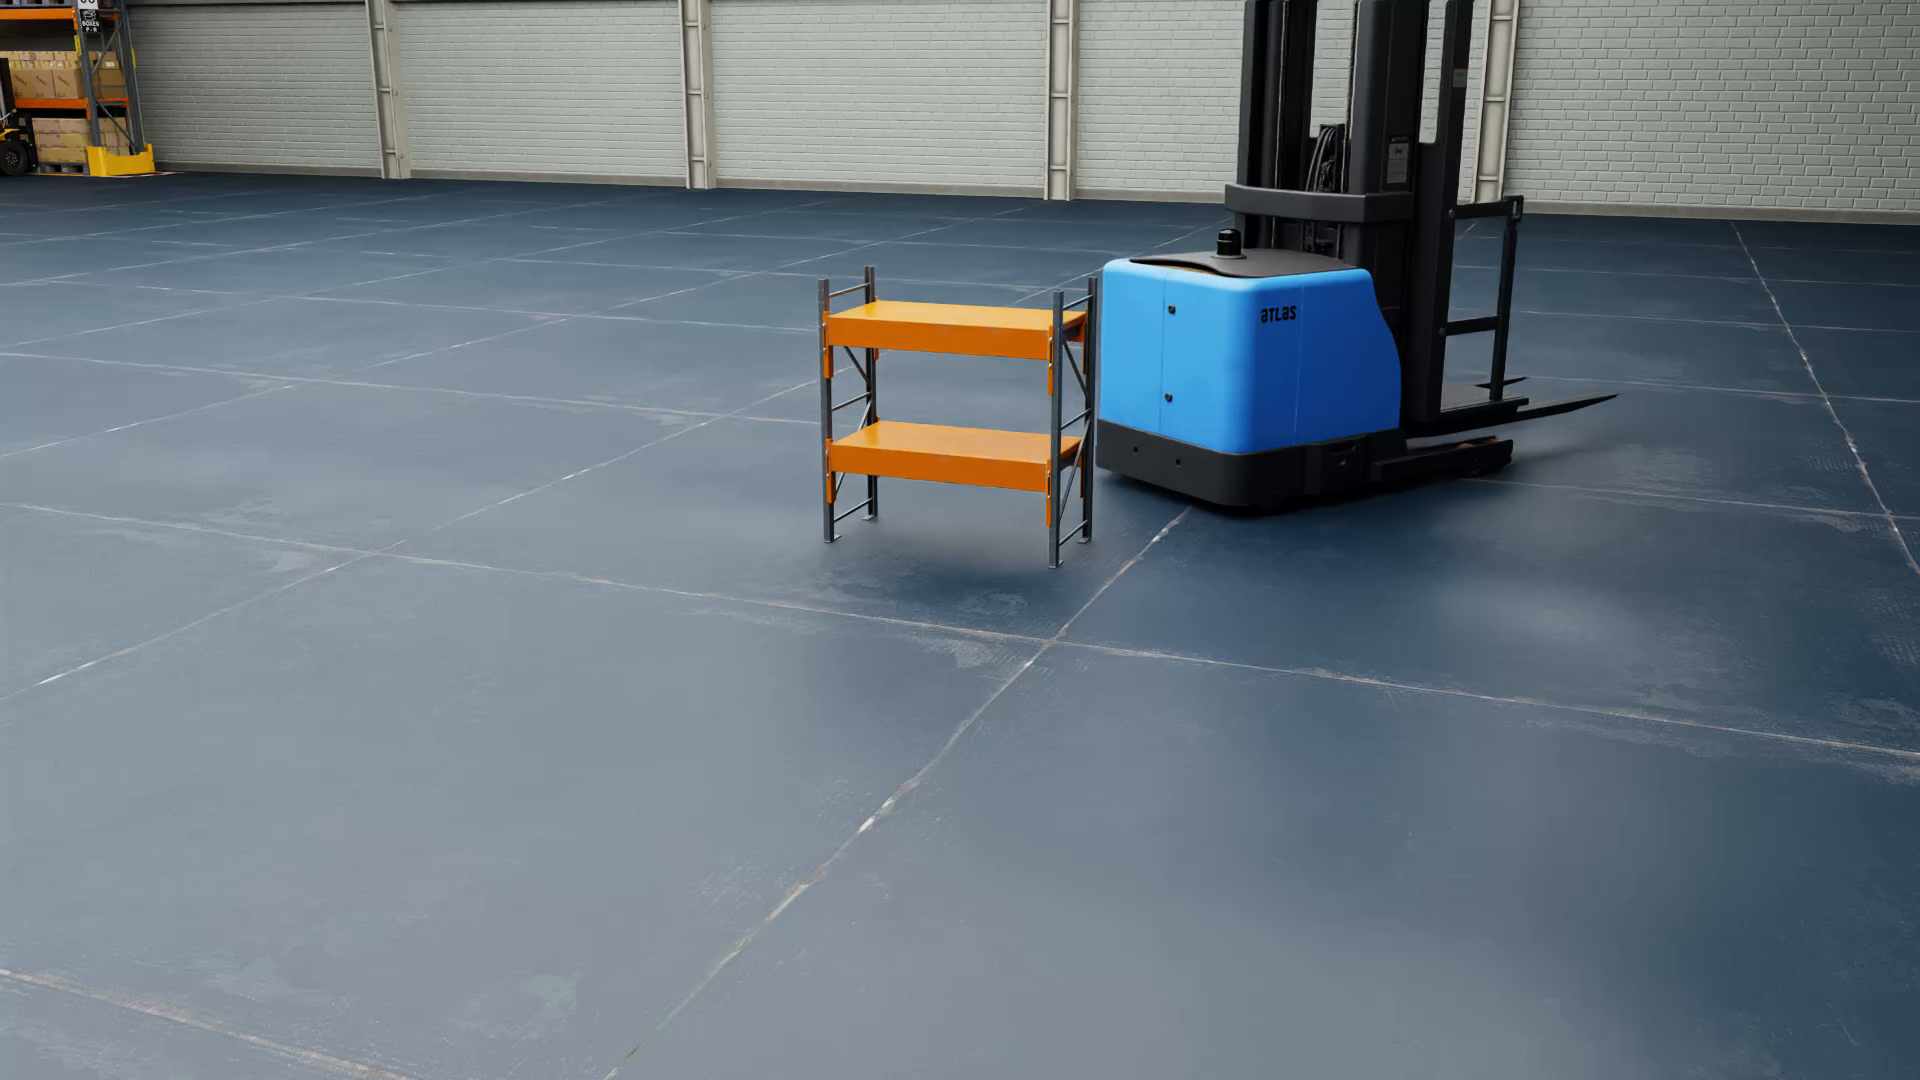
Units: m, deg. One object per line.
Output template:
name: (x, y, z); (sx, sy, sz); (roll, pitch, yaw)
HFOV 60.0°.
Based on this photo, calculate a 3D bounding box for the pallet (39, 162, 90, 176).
pallet: (-15.688, -6.709, 29.905); (1.213, 0.211, 1.003); (6, 17, 21)

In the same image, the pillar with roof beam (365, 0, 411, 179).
pillar with roof beam: (-11.277, -9.437, 23.538); (0.400, 9.000, 9.100); (6, 17, 21)

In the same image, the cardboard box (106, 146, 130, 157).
cardboard box: (-15.347, -6.963, 29.957); (0.500, 0.250, 0.500); (6, 17, 21)

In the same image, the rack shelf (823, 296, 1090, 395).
rack shelf: (-0.006, -0.822, 6.938); (1.000, 0.278, 0.538); (6, 17, 21)

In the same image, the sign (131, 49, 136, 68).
sign: (-14.752, -8.578, 29.646); (0.005, 0.325, 0.100); (6, 17, 21)

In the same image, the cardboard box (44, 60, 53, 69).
cardboard box: (-15.855, -8.364, 29.261); (0.250, 0.149, 0.380); (7, 17, 22)

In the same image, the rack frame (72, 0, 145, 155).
rack frame: (-14.962, -7.981, 29.284); (0.127, 3.000, 1.000); (6, 17, 21)

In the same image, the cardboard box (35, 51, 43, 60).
cardboard box: (-16.071, -8.547, 29.358); (0.250, 0.149, 0.380); (6, 17, 21)

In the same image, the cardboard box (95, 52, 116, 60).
cardboard box: (-15.196, -8.573, 29.448); (0.250, 0.149, 0.380); (6, 17, 20)

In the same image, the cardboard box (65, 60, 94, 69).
cardboard box: (-15.387, -8.303, 29.052); (0.250, 0.149, 0.380); (7, 17, 21)

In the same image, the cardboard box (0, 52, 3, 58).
cardboard box: (-17.029, -8.651, 29.715); (0.250, 0.149, 0.380); (6, 17, 21)

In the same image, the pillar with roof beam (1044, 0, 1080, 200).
pillar with roof beam: (-0.114, -8.209, 19.310); (0.400, 9.000, 9.100); (6, 17, 21)

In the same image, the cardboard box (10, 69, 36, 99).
cardboard box: (-16.472, -8.119, 29.580); (0.500, 0.500, 0.500); (6, 17, 20)

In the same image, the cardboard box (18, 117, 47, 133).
cardboard box: (-16.455, -7.408, 29.697); (0.500, 0.250, 0.500); (7, 17, 21)

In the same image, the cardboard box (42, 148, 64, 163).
cardboard box: (-15.974, -6.882, 29.676); (0.500, 0.250, 0.500); (6, 17, 21)

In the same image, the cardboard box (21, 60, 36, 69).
cardboard box: (-16.347, -8.407, 29.411); (0.250, 0.149, 0.380); (6, 17, 19)

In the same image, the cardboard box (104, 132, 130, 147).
cardboard box: (-15.323, -7.204, 29.891); (0.500, 0.250, 0.500); (7, 17, 22)

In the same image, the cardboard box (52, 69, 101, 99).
cardboard box: (-15.516, -8.011, 29.209); (0.500, 0.500, 0.500); (6, 17, 19)

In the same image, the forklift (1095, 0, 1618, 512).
forklift: (2.174, -1.833, 8.230); (3.031, 2.935, 1.130); (-11, 19, -33)

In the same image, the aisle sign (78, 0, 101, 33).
aisle sign: (-15.008, -9.146, 28.636); (0.004, 0.787, 0.394); (6, 17, 21)

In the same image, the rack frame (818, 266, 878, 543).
rack frame: (-0.479, -0.593, 7.198); (0.032, 1.125, 0.500); (6, 17, 21)

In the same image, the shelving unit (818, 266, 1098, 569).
shelving unit: (-0.006, -0.541, 7.019); (1.048, 1.125, 0.538); (6, 17, 21)

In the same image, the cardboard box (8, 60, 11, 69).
cardboard box: (-16.788, -8.477, 29.650); (0.250, 0.149, 0.380); (6, 17, 20)

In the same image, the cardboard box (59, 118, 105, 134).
cardboard box: (-15.504, -7.308, 29.353); (0.500, 0.250, 0.500); (7, 18, 22)

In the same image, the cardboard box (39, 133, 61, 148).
cardboard box: (-15.992, -7.125, 29.618); (0.500, 0.250, 0.500); (6, 17, 20)

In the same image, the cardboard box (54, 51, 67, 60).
cardboard box: (-15.613, -8.482, 29.136); (0.250, 0.149, 0.380); (6, 17, 21)

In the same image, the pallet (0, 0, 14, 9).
pallet: (-17.880, -9.707, 30.010); (1.213, 0.211, 1.003); (6, 17, 21)

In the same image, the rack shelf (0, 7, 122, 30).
rack shelf: (-16.822, -9.280, 29.671); (4.000, 0.370, 1.077); (6, 17, 21)

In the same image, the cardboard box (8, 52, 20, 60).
cardboard box: (-16.596, -8.570, 29.437); (0.250, 0.149, 0.380); (7, 17, 22)

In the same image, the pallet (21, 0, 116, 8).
pallet: (-15.610, -9.458, 29.151); (1.213, 0.211, 1.003); (6, 17, 21)
